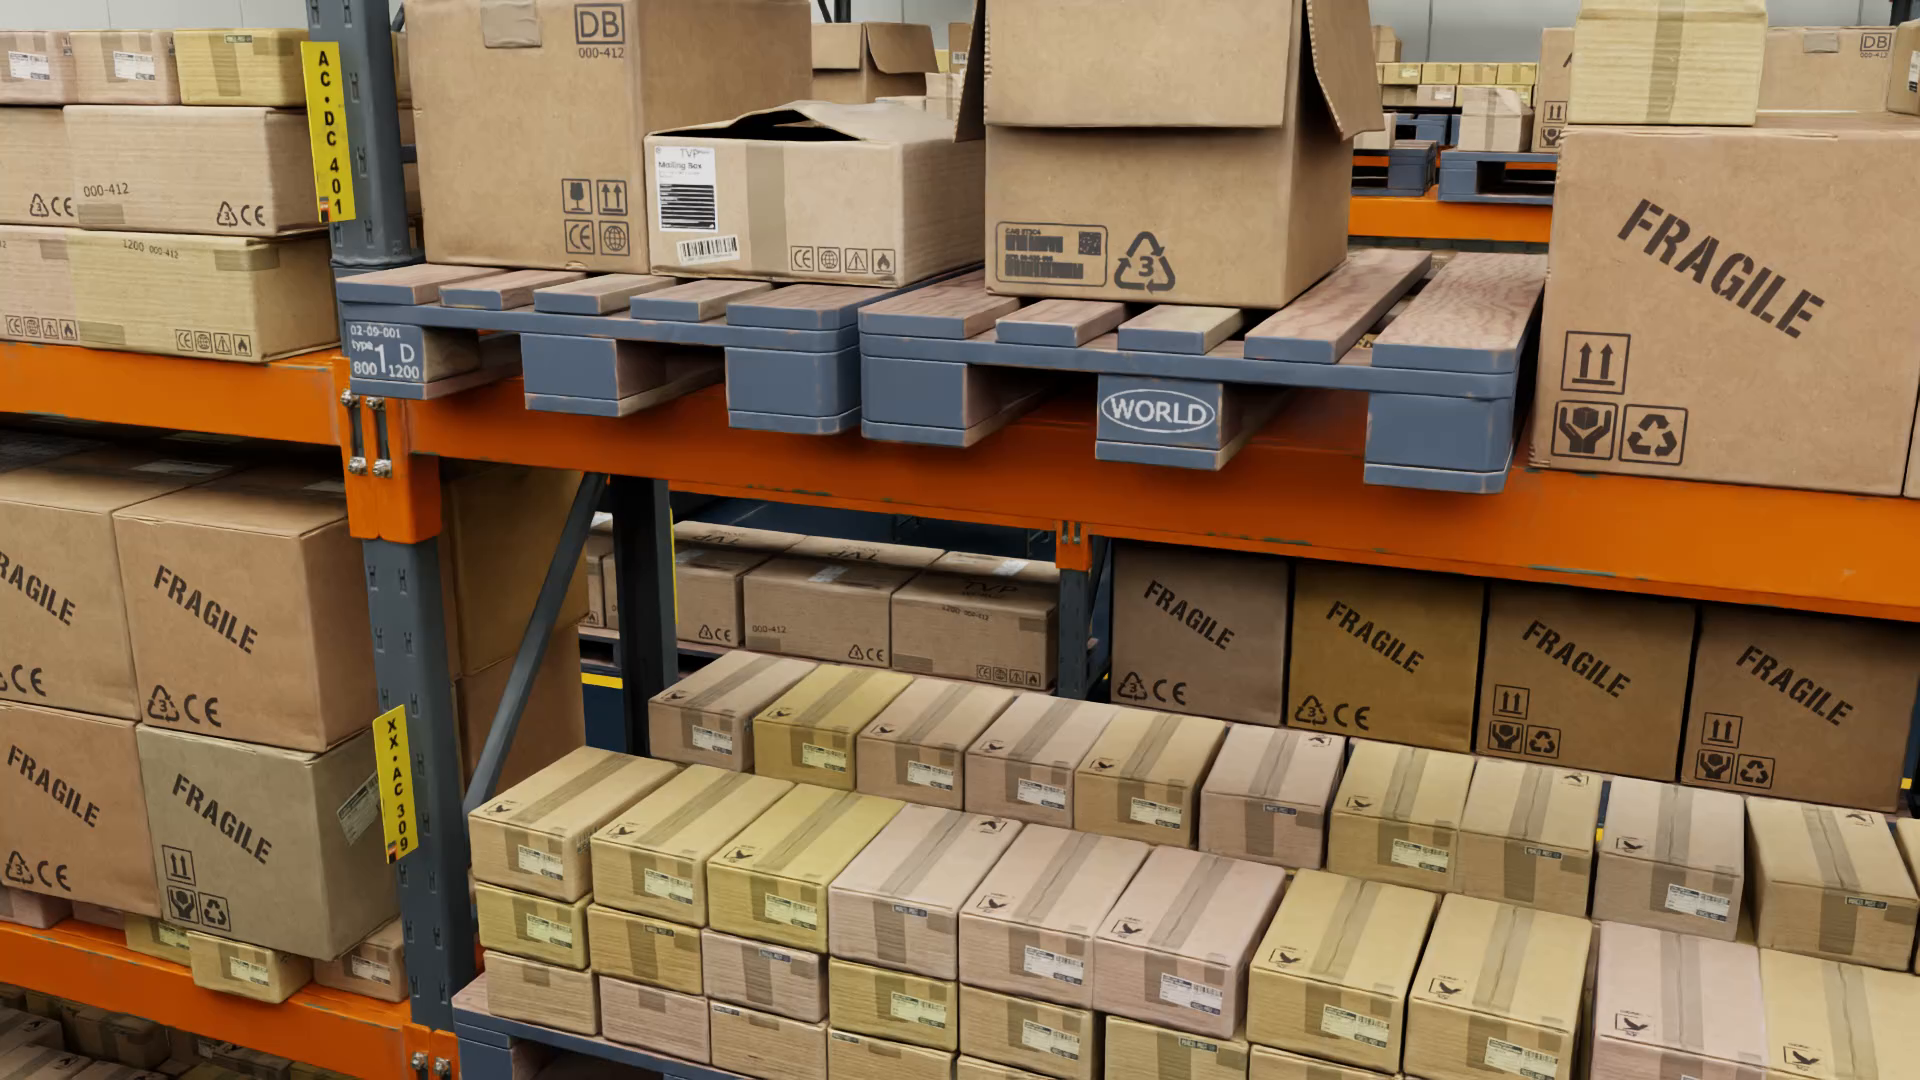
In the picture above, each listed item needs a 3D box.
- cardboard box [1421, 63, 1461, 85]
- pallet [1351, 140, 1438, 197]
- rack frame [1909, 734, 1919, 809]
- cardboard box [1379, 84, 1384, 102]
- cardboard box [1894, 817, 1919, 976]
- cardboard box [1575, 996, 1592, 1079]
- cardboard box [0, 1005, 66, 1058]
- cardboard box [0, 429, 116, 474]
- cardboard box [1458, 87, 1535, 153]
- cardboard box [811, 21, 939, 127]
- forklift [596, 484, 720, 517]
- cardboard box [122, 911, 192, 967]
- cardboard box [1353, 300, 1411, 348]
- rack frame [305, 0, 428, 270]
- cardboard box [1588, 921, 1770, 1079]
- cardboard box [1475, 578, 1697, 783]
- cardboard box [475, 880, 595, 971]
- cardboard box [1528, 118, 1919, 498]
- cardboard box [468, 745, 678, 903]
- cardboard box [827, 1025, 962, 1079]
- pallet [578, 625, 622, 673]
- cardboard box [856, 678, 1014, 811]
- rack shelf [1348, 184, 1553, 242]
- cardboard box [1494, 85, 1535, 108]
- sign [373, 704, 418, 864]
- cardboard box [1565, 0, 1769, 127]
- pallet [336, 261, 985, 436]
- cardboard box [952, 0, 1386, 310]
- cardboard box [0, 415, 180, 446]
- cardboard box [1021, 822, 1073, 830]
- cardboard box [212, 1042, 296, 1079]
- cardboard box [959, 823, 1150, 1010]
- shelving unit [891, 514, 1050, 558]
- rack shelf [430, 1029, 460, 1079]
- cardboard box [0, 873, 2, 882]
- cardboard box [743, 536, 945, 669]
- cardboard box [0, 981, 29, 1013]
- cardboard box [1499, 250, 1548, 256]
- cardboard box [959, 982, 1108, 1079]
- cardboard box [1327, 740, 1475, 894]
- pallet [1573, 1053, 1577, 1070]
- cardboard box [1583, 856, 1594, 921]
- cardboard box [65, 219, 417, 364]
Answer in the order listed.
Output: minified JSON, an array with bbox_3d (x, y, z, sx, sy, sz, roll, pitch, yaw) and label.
[{"bbox_3d":[3.415,-3.300,11.763,0.250,0.149,0.380,6,17,20],"label":"cardboard box"},{"bbox_3d":[1.607,-1.777,7.876,1.217,0.209,0.805,6,17,18],"label":"pallet"},{"bbox_3d":[4.457,-0.100,7.137,0.127,3.000,1.000,6,17,21],"label":"rack frame"},{"bbox_3d":[2.914,-3.197,11.944,0.250,0.149,0.380,6,17,21],"label":"cardboard box"},{"bbox_3d":[1.898,0.677,3.091,0.250,0.149,0.380,6,17,20],"label":"cardboard box"},{"bbox_3d":[1.150,0.933,2.743,0.250,0.149,0.380,6,17,20],"label":"cardboard box"},{"bbox_3d":[-2.844,1.530,4.817,0.250,0.149,0.380,6,17,21],"label":"cardboard box"},{"bbox_3d":[-2.477,0.029,4.188,0.500,0.500,0.500,7,18,22],"label":"cardboard box"},{"bbox_3d":[2.307,-1.809,7.132,0.258,0.266,0.396,8,18,25],"label":"cardboard box"},{"bbox_3d":[-0.530,-2.378,8.488,0.637,0.503,0.797,8,18,25],"label":"cardboard box"},{"bbox_3d":[-3.361,-1.790,13.083,3.031,2.935,1.130,6,17,21],"label":"forklift"},{"bbox_3d":[-1.844,0.896,4.156,0.250,0.149,0.380,7,18,23],"label":"cardboard box"},{"bbox_3d":[1.989,-0.821,7.648,0.500,0.500,0.500,6,17,19],"label":"cardboard box"},{"bbox_3d":[-0.986,-2.096,3.252,0.127,3.000,1.000,6,17,21],"label":"rack frame"},{"bbox_3d":[1.162,0.791,2.700,0.250,0.149,0.380,6,17,21],"label":"cardboard box"},{"bbox_3d":[3.017,0.534,8.010,0.875,0.875,0.875,7,17,21],"label":"cardboard box"},{"bbox_3d":[-0.789,0.721,3.474,0.250,0.149,0.380,7,17,22],"label":"cardboard box"},{"bbox_3d":[1.177,-0.387,2.566,0.500,0.500,0.500,6,17,21],"label":"cardboard box"},{"bbox_3d":[-0.789,0.578,3.432,0.250,0.149,0.380,7,18,23],"label":"cardboard box"},{"bbox_3d":[-0.064,0.943,3.242,0.250,0.149,0.380,6,17,21],"label":"cardboard box"},{"bbox_3d":[-2.212,0.483,10.133,1.213,0.211,1.003,6,17,21],"label":"pallet"},{"bbox_3d":[-0.051,0.463,3.828,0.250,0.149,0.380,6,17,19],"label":"cardboard box"},{"bbox_3d":[2.597,-1.399,7.524,4.000,0.370,1.077,6,17,21],"label":"rack shelf"},{"bbox_3d":[3.870,-3.100,11.611,0.250,0.149,0.380,7,17,22],"label":"cardboard box"},{"bbox_3d":[-1.178,0.511,3.481,0.005,0.325,0.100,6,17,21],"label":"sign"},{"bbox_3d":[1.059,-0.762,2.486,0.258,0.266,0.396,6,17,21],"label":"cardboard box"},{"bbox_3d":[-0.451,-0.474,3.384,1.003,0.211,1.213,6,17,21],"label":"pallet"},{"bbox_3d":[0.403,-0.715,2.936,0.637,0.503,0.797,6,17,20],"label":"cardboard box"},{"bbox_3d":[-2.262,-0.104,4.645,0.500,0.500,0.500,7,17,22],"label":"cardboard box"},{"bbox_3d":[0.188,0.630,3.786,0.250,0.149,0.380,6,17,19],"label":"cardboard box"},{"bbox_3d":[-1.969,1.501,4.918,0.250,0.149,0.380,6,17,19],"label":"cardboard box"},{"bbox_3d":[0.180,0.684,3.067,0.250,0.149,0.380,6,17,20],"label":"cardboard box"},{"bbox_3d":[0.079,-0.712,11.934,1.048,1.500,0.538,6,17,21],"label":"shelving unit"},{"bbox_3d":[0.874,1.335,3.484,4.000,0.370,1.077,6,17,21],"label":"rack shelf"},{"bbox_3d":[-2.485,0.513,4.312,0.500,0.500,0.500,6,17,20],"label":"cardboard box"},{"bbox_3d":[-0.642,0.336,9.477,0.875,0.438,0.875,6,17,19],"label":"cardboard box"},{"bbox_3d":[-2.929,1.392,5.292,0.250,0.149,0.380,6,17,19],"label":"cardboard box"},{"bbox_3d":[4.134,-1.806,12.080,0.500,0.500,0.700,6,17,20],"label":"cardboard box"},{"bbox_3d":[0.187,0.827,3.110,0.250,0.149,0.380,7,18,23],"label":"cardboard box"},{"bbox_3d":[0.922,0.570,3.462,0.250,0.149,0.380,6,17,20],"label":"cardboard box"},{"bbox_3d":[0.878,1.095,3.367,1.213,0.211,1.003,6,17,21],"label":"pallet"},{"bbox_3d":[1.160,0.738,3.416,0.250,0.149,0.380,6,17,20],"label":"cardboard box"},{"bbox_3d":[-1.542,-0.563,3.623,0.500,0.250,0.500,7,17,22],"label":"cardboard box"}]
